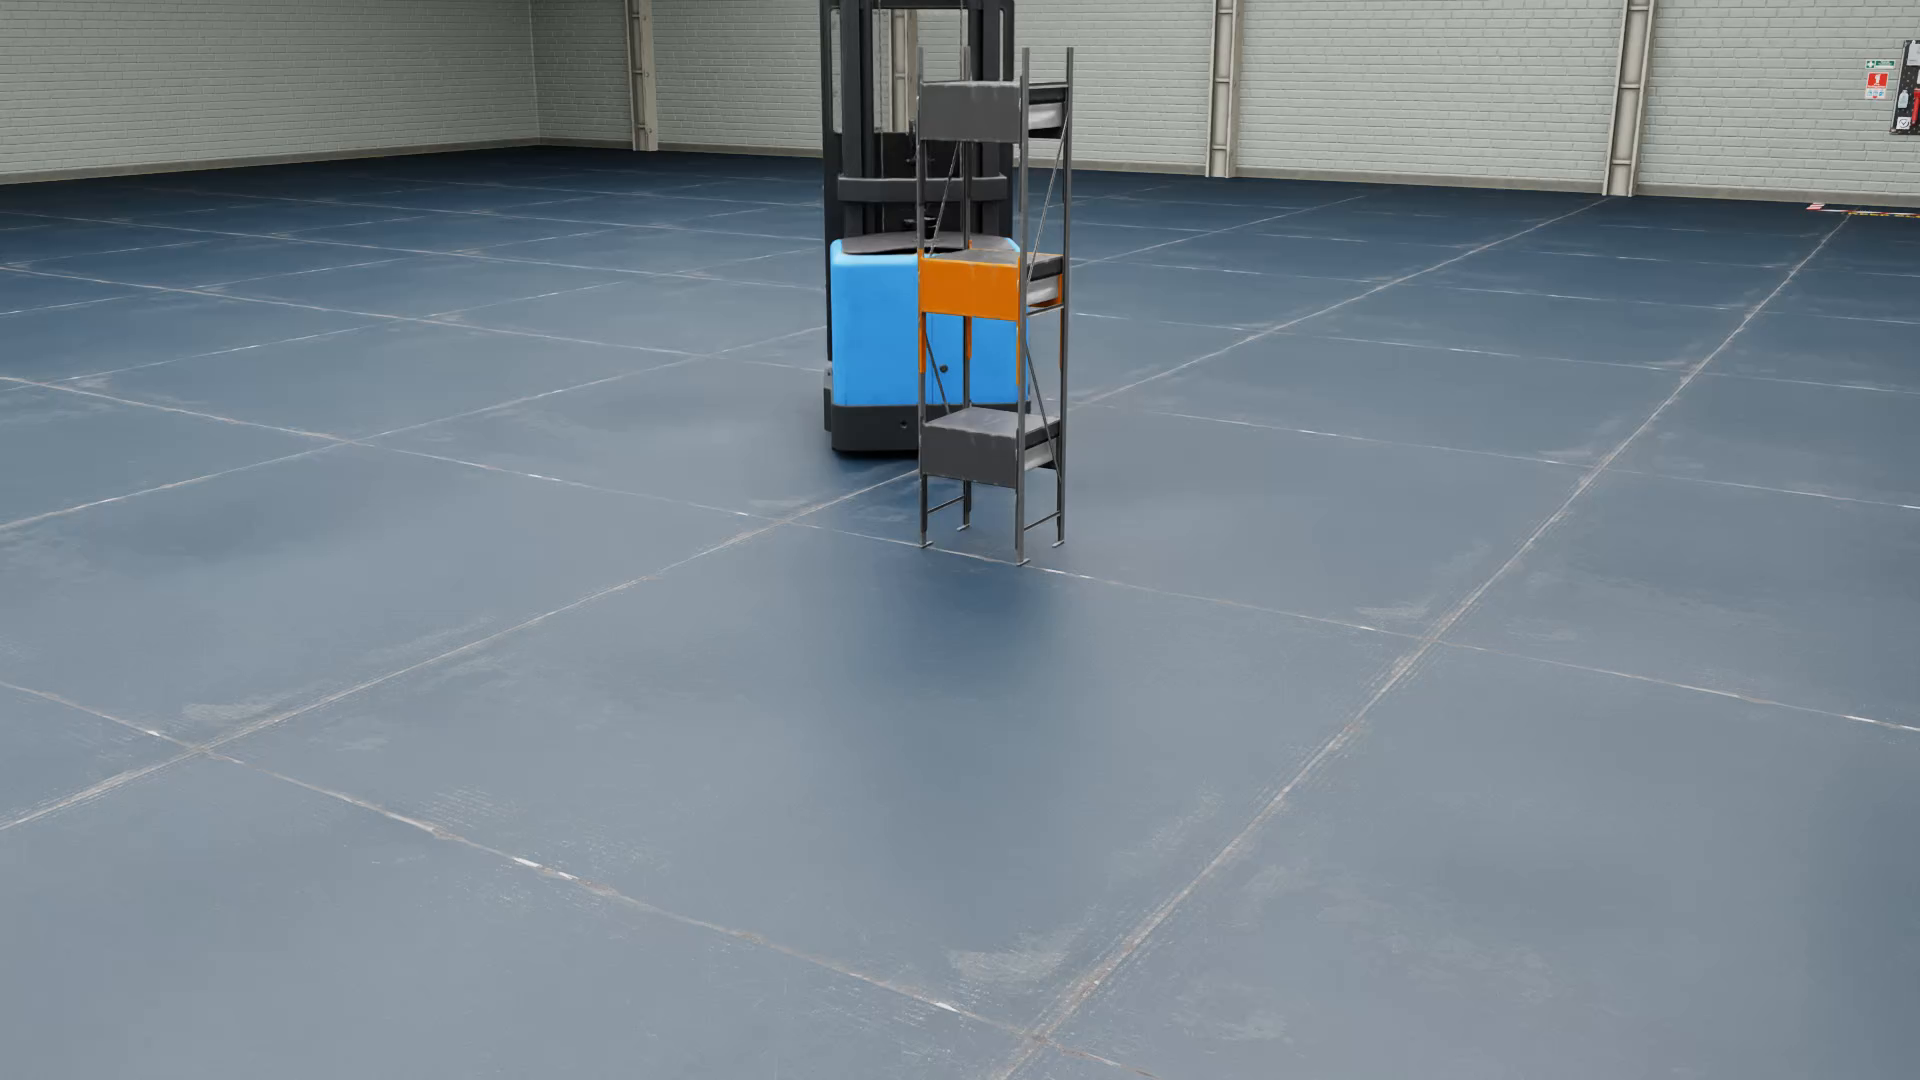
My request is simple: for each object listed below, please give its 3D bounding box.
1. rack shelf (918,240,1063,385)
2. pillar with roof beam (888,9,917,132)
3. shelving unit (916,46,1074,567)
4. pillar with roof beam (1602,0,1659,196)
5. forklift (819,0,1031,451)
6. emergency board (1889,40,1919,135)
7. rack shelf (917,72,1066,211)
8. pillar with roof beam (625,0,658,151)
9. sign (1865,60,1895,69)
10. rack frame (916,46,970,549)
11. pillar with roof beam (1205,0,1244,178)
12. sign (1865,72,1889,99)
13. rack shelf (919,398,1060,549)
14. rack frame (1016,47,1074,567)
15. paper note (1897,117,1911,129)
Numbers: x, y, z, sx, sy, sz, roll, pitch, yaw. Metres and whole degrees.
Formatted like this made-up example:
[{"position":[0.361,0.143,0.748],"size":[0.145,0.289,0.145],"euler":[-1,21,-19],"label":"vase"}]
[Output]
[{"position":[0.141,-0.966,6.997],"size":[0.480,0.518,0.431],"euler":[10,20,30],"label":"rack shelf"},{"position":[-3.243,-9.901,24.493],"size":[0.400,9.000,9.100],"euler":[10,20,30],"label":"pillar with roof beam"},{"position":[0.141,-0.979,6.993],"size":[0.503,2.100,0.431],"euler":[10,20,30],"label":"shelving unit"},{"position":[6.982,-8.076,18.484],"size":[0.400,9.000,9.100],"euler":[10,20,30],"label":"pillar with roof beam"},{"position":[-0.259,-2.244,9.724],"size":[1.130,2.935,3.031],"euler":[-1,17,-4],"label":"forklift"},{"position":[12.264,-5.750,21.150],"size":[0.626,1.169,0.157],"euler":[10,20,30],"label":"emergency board"},{"position":[0.141,-1.636,6.794],"size":[0.480,0.518,0.431],"euler":[10,20,30],"label":"rack shelf"},{"position":[-8.356,-10.814,27.498],"size":[0.400,9.000,9.100],"euler":[10,20,30],"label":"pillar with roof beam"},{"position":[11.844,-6.122,21.400],"size":[0.331,0.109,0.001],"euler":[10,20,30],"label":"sign"},{"position":[-0.067,-1.017,7.115],"size":[0.015,2.100,0.400],"euler":[10,20,30],"label":"rack frame"},{"position":[1.869,-8.988,21.489],"size":[0.400,9.000,9.100],"euler":[10,20,30],"label":"pillar with roof beam"},{"position":[11.845,-5.871,21.486],"size":[0.234,0.329,0.001],"euler":[10,20,30],"label":"sign"},{"position":[0.141,-0.297,7.201],"size":[0.480,0.518,0.431],"euler":[10,20,30],"label":"rack shelf"},{"position":[0.349,-0.942,6.871],"size":[0.015,2.100,0.400],"euler":[10,20,30],"label":"rack frame"},{"position":[12.147,-5.367,21.403],"size":[0.142,0.148,0.016],"euler":[10,20,30],"label":"paper note"}]
